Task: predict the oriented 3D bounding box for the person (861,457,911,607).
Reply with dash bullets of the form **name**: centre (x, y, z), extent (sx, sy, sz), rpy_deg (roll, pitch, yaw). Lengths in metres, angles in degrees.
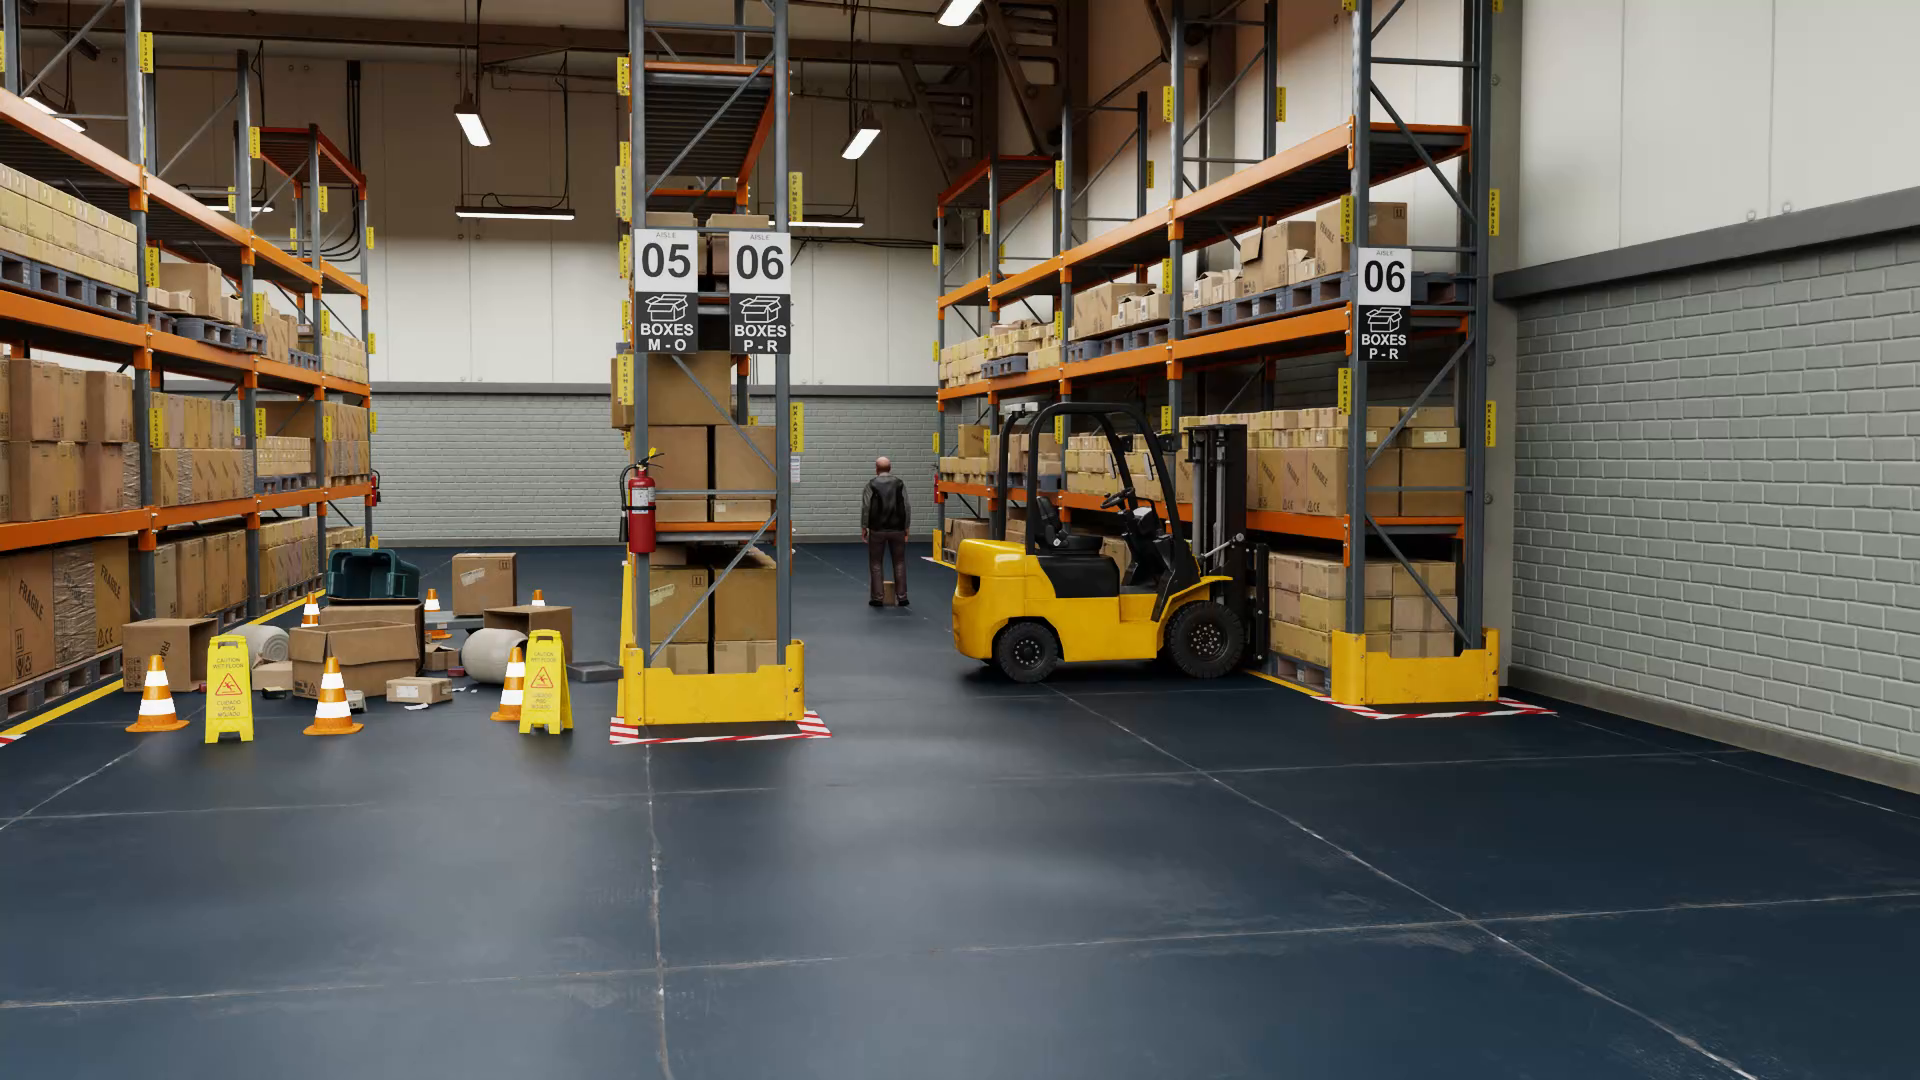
- **person**: centre (-0.852, -0.098, 19.211), extent (0.594, 1.721, 0.422), rpy_deg (-1, 3, -15)
